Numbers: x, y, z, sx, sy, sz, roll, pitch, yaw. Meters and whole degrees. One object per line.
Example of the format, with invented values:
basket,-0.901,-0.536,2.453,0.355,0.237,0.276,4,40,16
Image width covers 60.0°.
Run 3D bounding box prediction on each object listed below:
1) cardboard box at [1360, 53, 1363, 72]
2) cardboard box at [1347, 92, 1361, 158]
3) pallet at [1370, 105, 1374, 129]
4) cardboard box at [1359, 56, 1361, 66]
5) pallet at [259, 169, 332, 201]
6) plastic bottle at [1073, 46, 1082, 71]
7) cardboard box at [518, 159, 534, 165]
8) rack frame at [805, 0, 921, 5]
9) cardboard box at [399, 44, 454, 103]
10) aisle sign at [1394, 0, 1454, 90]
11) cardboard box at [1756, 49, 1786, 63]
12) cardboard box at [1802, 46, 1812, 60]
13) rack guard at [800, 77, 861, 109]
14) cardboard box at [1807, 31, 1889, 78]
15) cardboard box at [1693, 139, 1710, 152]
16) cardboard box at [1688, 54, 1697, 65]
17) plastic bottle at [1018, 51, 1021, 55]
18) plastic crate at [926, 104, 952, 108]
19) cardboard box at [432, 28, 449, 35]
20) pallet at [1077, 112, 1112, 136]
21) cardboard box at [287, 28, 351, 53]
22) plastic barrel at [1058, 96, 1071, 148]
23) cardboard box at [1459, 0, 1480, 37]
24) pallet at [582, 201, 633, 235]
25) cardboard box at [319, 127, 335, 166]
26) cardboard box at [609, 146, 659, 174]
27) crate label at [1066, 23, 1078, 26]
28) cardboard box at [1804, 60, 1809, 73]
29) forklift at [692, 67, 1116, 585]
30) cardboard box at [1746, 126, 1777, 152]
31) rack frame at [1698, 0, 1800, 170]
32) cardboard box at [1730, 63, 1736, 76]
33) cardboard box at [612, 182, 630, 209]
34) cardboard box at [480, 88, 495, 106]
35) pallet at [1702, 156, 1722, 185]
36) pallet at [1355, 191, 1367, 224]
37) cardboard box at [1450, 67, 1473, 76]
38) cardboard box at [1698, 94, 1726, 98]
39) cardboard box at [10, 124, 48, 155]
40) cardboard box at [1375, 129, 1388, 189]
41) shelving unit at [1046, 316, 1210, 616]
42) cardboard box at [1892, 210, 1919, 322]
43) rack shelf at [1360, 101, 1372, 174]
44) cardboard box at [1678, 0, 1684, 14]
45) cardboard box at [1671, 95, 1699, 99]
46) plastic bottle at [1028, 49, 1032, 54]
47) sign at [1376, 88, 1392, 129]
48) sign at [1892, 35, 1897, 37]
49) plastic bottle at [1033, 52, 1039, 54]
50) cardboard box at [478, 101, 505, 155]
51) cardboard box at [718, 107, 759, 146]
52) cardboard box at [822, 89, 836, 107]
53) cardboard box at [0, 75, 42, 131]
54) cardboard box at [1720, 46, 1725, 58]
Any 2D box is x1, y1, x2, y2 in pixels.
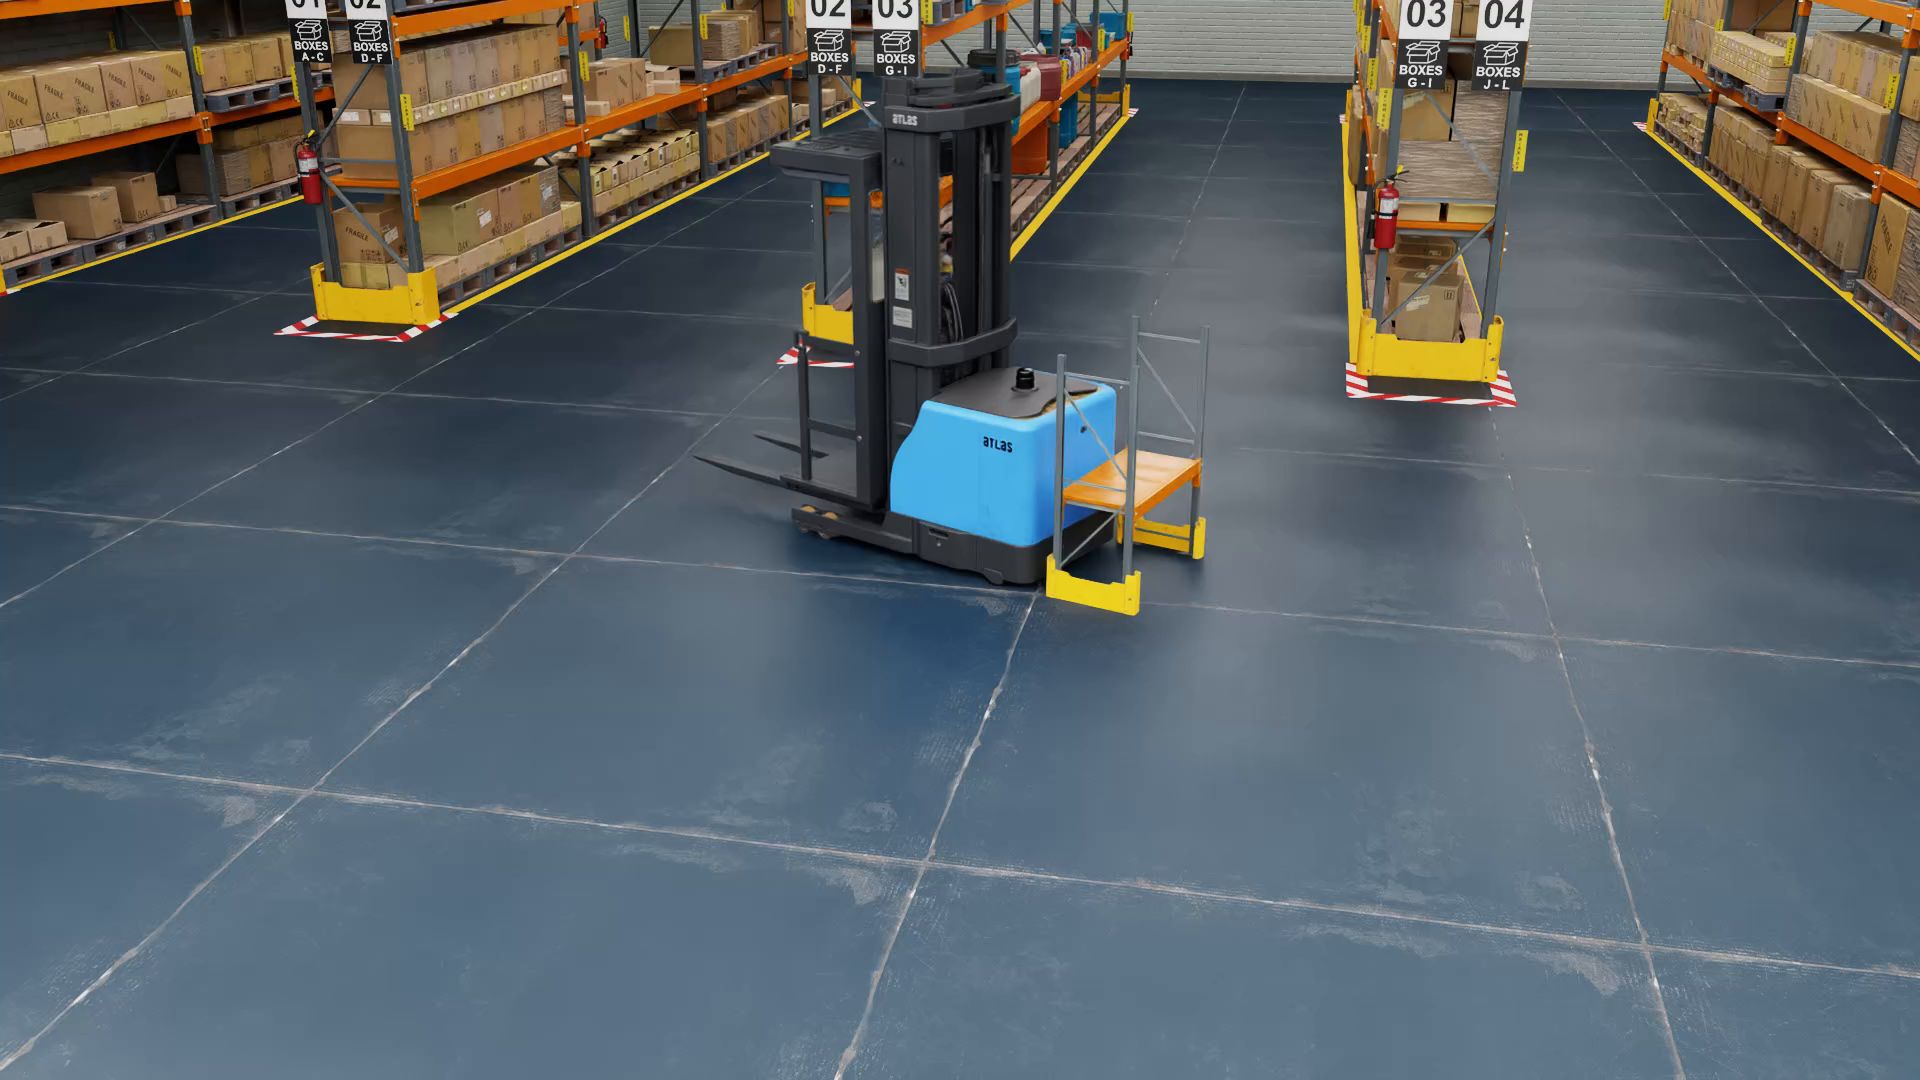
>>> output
cardboard box,6.139,-7.099,24.332,0.500,0.500,0.500,5,22,11
cardboard box,6.185,-5.849,23.643,1.225,0.875,0.875,4,22,9
pallet,5.297,-4.923,19.319,1.003,0.211,1.213,4,22,11
cardboard box,6.219,-7.222,25.106,0.380,0.149,0.250,5,22,11
pallet,-9.298,-4.848,22.608,1.003,0.211,1.213,4,22,11
plastic bottle,1.723,-7.128,24.603,0.144,0.351,0.185,4,22,11
cardboard box,-5.253,-4.154,19.268,0.500,0.500,0.500,4,22,11
rack frame,-0.820,-5.974,13.640,1.000,3.000,0.127,4,22,11
cardboard box,-5.448,-4.600,16.389,0.700,0.500,0.500,4,22,10
aisle sign,3.722,-4.019,13.339,0.394,0.787,0.004,4,22,11
cardboard box,10.254,-6.080,20.912,0.380,0.149,0.250,5,23,13
cardboard box,10.995,-6.216,21.251,0.380,0.149,0.250,6,23,13
rack guard,-2.419,-8.234,30.629,1.175,0.500,0.348,4,22,11
cardboard box,10.395,-5.671,19.447,0.700,0.500,0.500,4,22,11
cardboard box,11.059,-5.829,24.565,0.380,0.149,0.250,5,22,12
cardboard box,11.390,-7.370,25.474,0.380,0.149,0.250,5,22,12
plastic bottle,0.849,-6.864,23.947,0.144,0.351,0.185,4,22,11
plastic crate,-0.205,-4.884,18.879,0.402,0.464,0.583,4,22,11
cardboard box,-8.220,-7.787,25.614,0.500,0.500,0.500,5,22,12
pallet,1.987,-7.005,27.965,1.003,0.211,1.213,4,22,11
cardboard box,-8.972,-6.950,23.372,0.700,0.500,0.500,2,22,5
plastic barrel,1.356,-6.344,24.838,0.600,0.901,0.708,4,22,11
cardboard box,4.380,-4.292,13.680,0.500,0.250,0.500,5,22,13
pallet,-4.740,-4.012,20.532,1.003,0.211,1.213,4,22,11
cardboard box,-9.201,-5.470,23.176,0.700,0.500,0.500,4,22,11
cardboard box,-4.212,-4.907,21.389,0.500,0.311,0.500,5,22,12
crate label,2.072,-8.927,29.149,0.416,0.233,0.303,4,22,11
cardboard box,10.947,-5.991,21.090,0.380,0.149,0.250,5,22,11
forklift,-0.490,-1.511,10.682,3.031,2.935,1.130,16,27,34
cardboard box,10.471,-5.163,21.438,0.500,0.250,0.500,5,22,12
rack frame,11.312,-6.787,23.690,1.000,3.000,0.127,4,22,11
cardboard box,10.520,-6.278,22.201,0.380,0.149,0.250,4,22,10
cardboard box,-4.422,-4.268,20.553,0.500,0.250,0.500,5,22,12
cardboard box,-5.063,-4.606,17.274,0.380,0.149,0.250,5,22,11
pallet,11.155,-5.209,23.504,1.003,0.211,1.213,4,22,11
pallet,5.500,-4.160,20.900,1.003,0.211,1.213,4,22,11
cardboard box,4.516,-3.824,14.463,0.500,0.500,0.500,4,22,11
cardboard box,12.268,-7.185,27.137,0.380,0.149,0.250,5,22,12
cardboard box,-10.016,-4.231,17.518,0.500,0.250,0.500,4,22,9
cardboard box,4.152,-3.389,14.720,0.875,0.500,0.500,4,22,11
shelving unit,1.036,-0.479,10.035,0.587,1.500,1.083,12,25,28
cardboard box,9.303,-2.516,15.367,0.875,0.875,0.875,5,22,11
rack shelf,5.253,-4.674,19.407,1.077,0.370,4.000,4,22,11
cardboard box,11.680,-8.569,26.245,0.500,0.500,0.500,5,22,12
cardboard box,11.750,-7.122,26.981,0.380,0.149,0.250,5,22,12
plastic bottle,1.036,-7.205,24.902,0.097,0.271,0.097,0,22,0
sign,3.489,-3.547,13.672,0.100,0.325,0.005,4,22,11
sign,11.040,-5.820,19.739,0.100,0.325,0.005,4,22,11
plastic bottle,1.121,-7.032,24.464,0.152,0.276,0.135,4,22,11
cardboard box,-5.248,-4.352,17.511,0.700,0.500,0.500,5,23,13
cardboard box,-3.353,-6.251,25.117,0.500,0.500,0.500,4,22,9
cardboard box,-2.497,-7.787,29.266,0.500,0.250,0.500,4,22,11
cardboard box,-10.017,-4.565,17.344,0.500,0.500,0.500,5,22,11
cardboard box,10.678,-6.705,22.862,0.380,0.149,0.250,5,22,12
